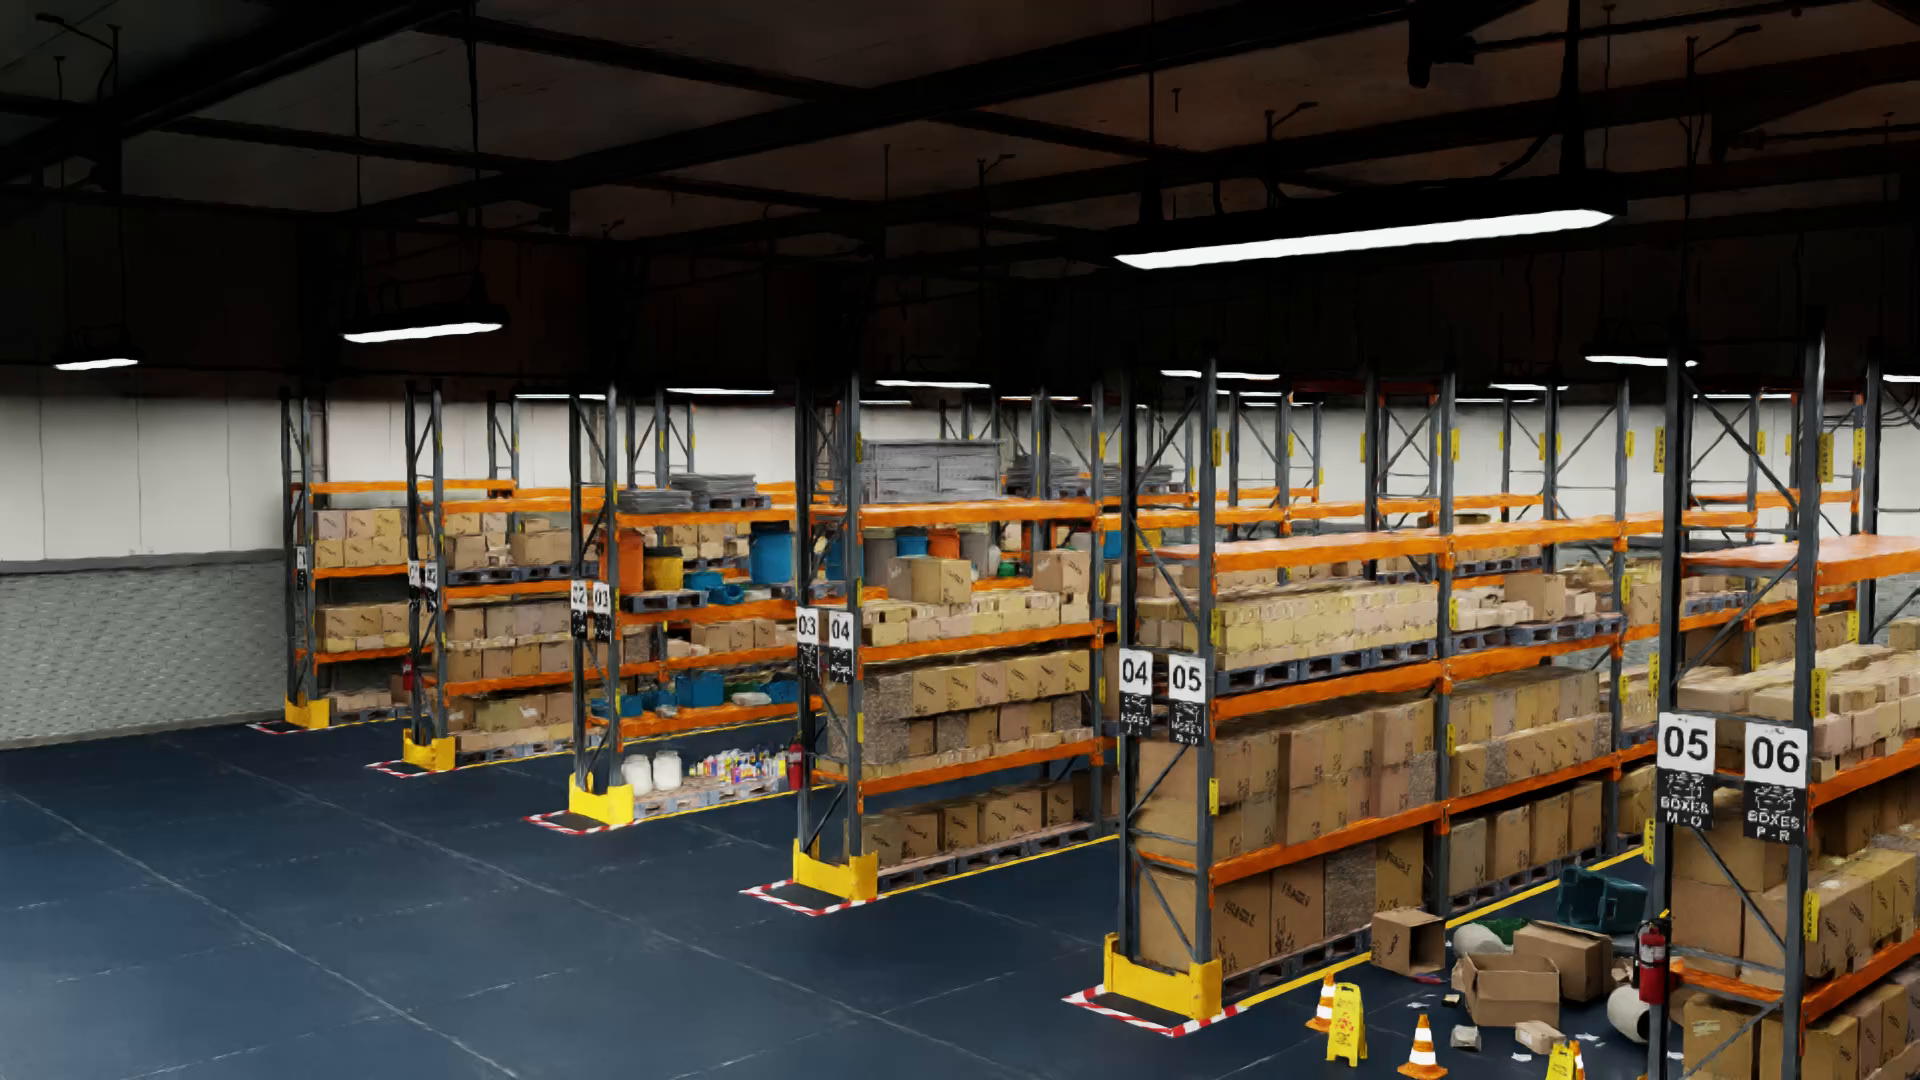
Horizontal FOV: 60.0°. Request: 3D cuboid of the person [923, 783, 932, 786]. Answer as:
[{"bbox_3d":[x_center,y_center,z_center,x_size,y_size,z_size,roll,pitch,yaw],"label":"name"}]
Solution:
[{"bbox_3d":[-0.601,2.787,24.631,0.661,1.604,0.777,2,4,24],"label":"person"}]
